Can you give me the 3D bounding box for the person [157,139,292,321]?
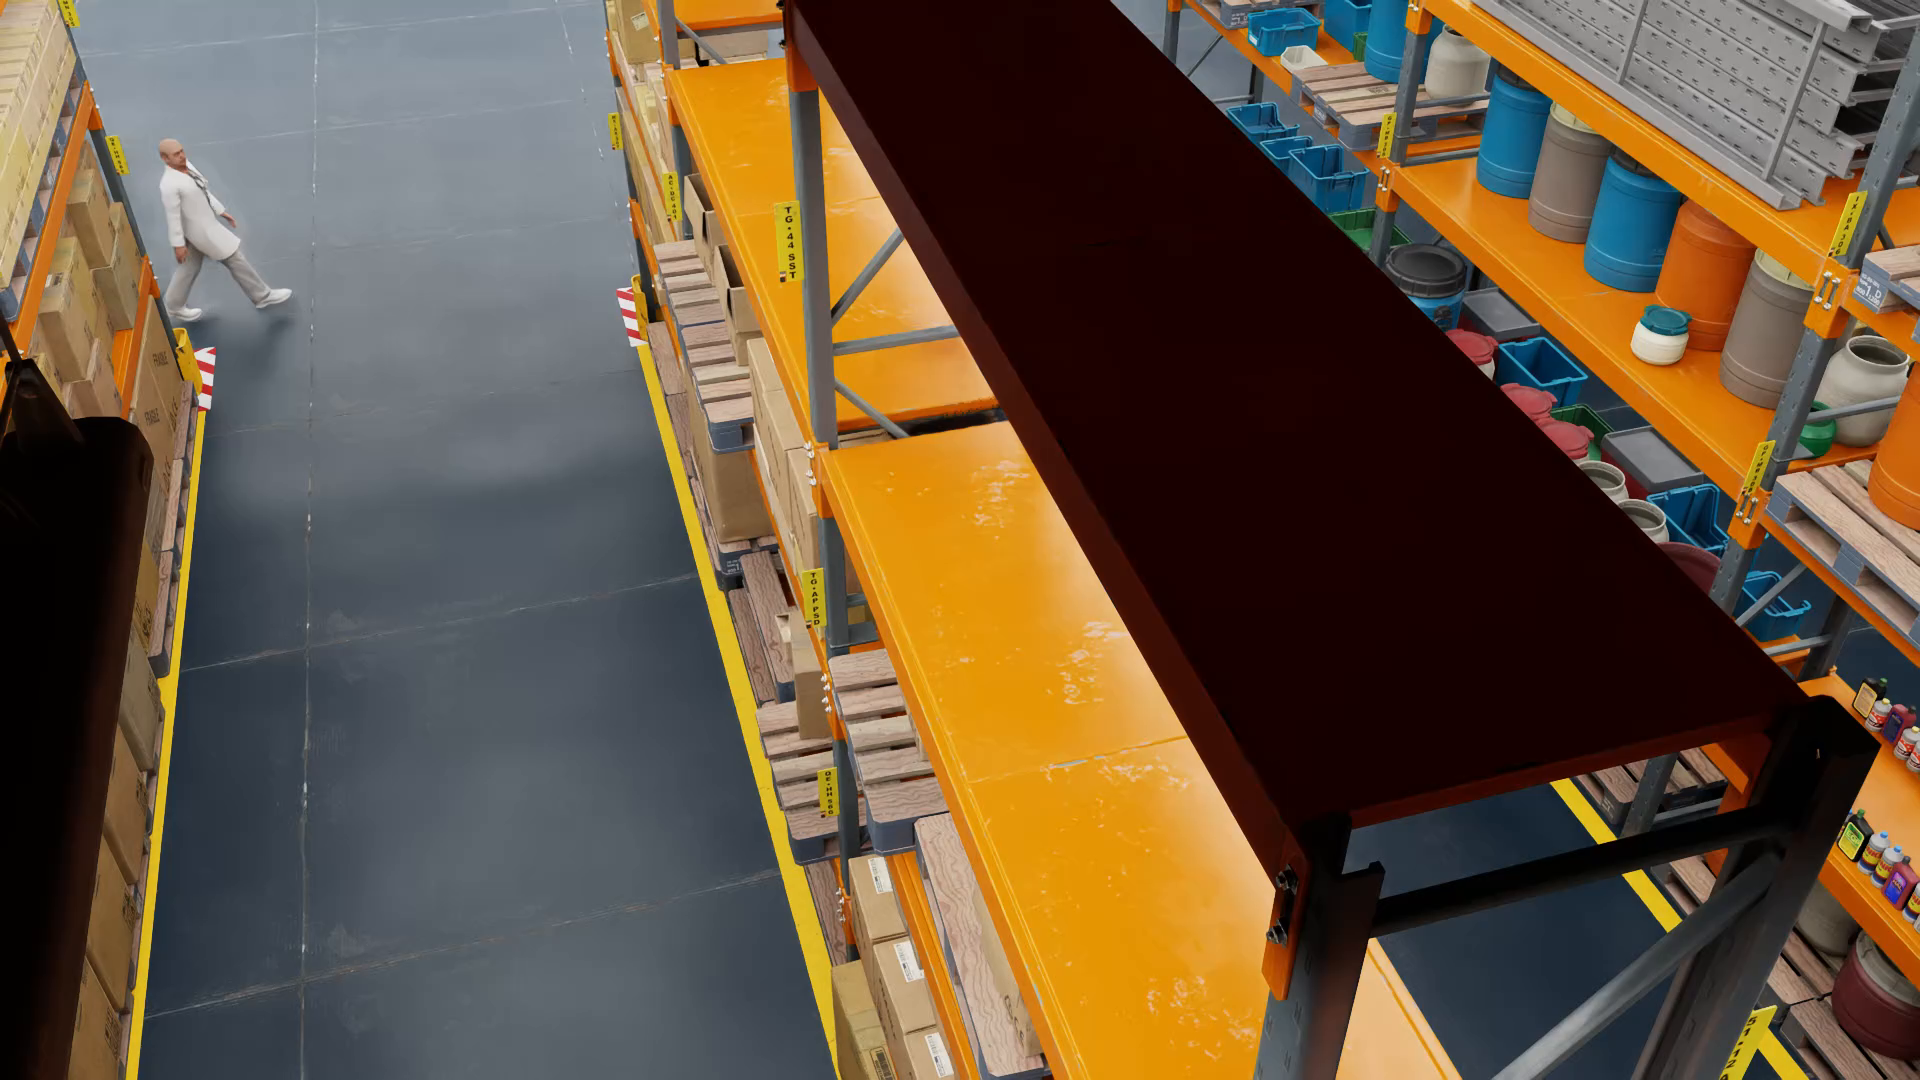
[{"bbox_3d":[-6.832,-2.797,14.956,1.118,1.737,0.526,-29,47,-31],"label":"person"}]
